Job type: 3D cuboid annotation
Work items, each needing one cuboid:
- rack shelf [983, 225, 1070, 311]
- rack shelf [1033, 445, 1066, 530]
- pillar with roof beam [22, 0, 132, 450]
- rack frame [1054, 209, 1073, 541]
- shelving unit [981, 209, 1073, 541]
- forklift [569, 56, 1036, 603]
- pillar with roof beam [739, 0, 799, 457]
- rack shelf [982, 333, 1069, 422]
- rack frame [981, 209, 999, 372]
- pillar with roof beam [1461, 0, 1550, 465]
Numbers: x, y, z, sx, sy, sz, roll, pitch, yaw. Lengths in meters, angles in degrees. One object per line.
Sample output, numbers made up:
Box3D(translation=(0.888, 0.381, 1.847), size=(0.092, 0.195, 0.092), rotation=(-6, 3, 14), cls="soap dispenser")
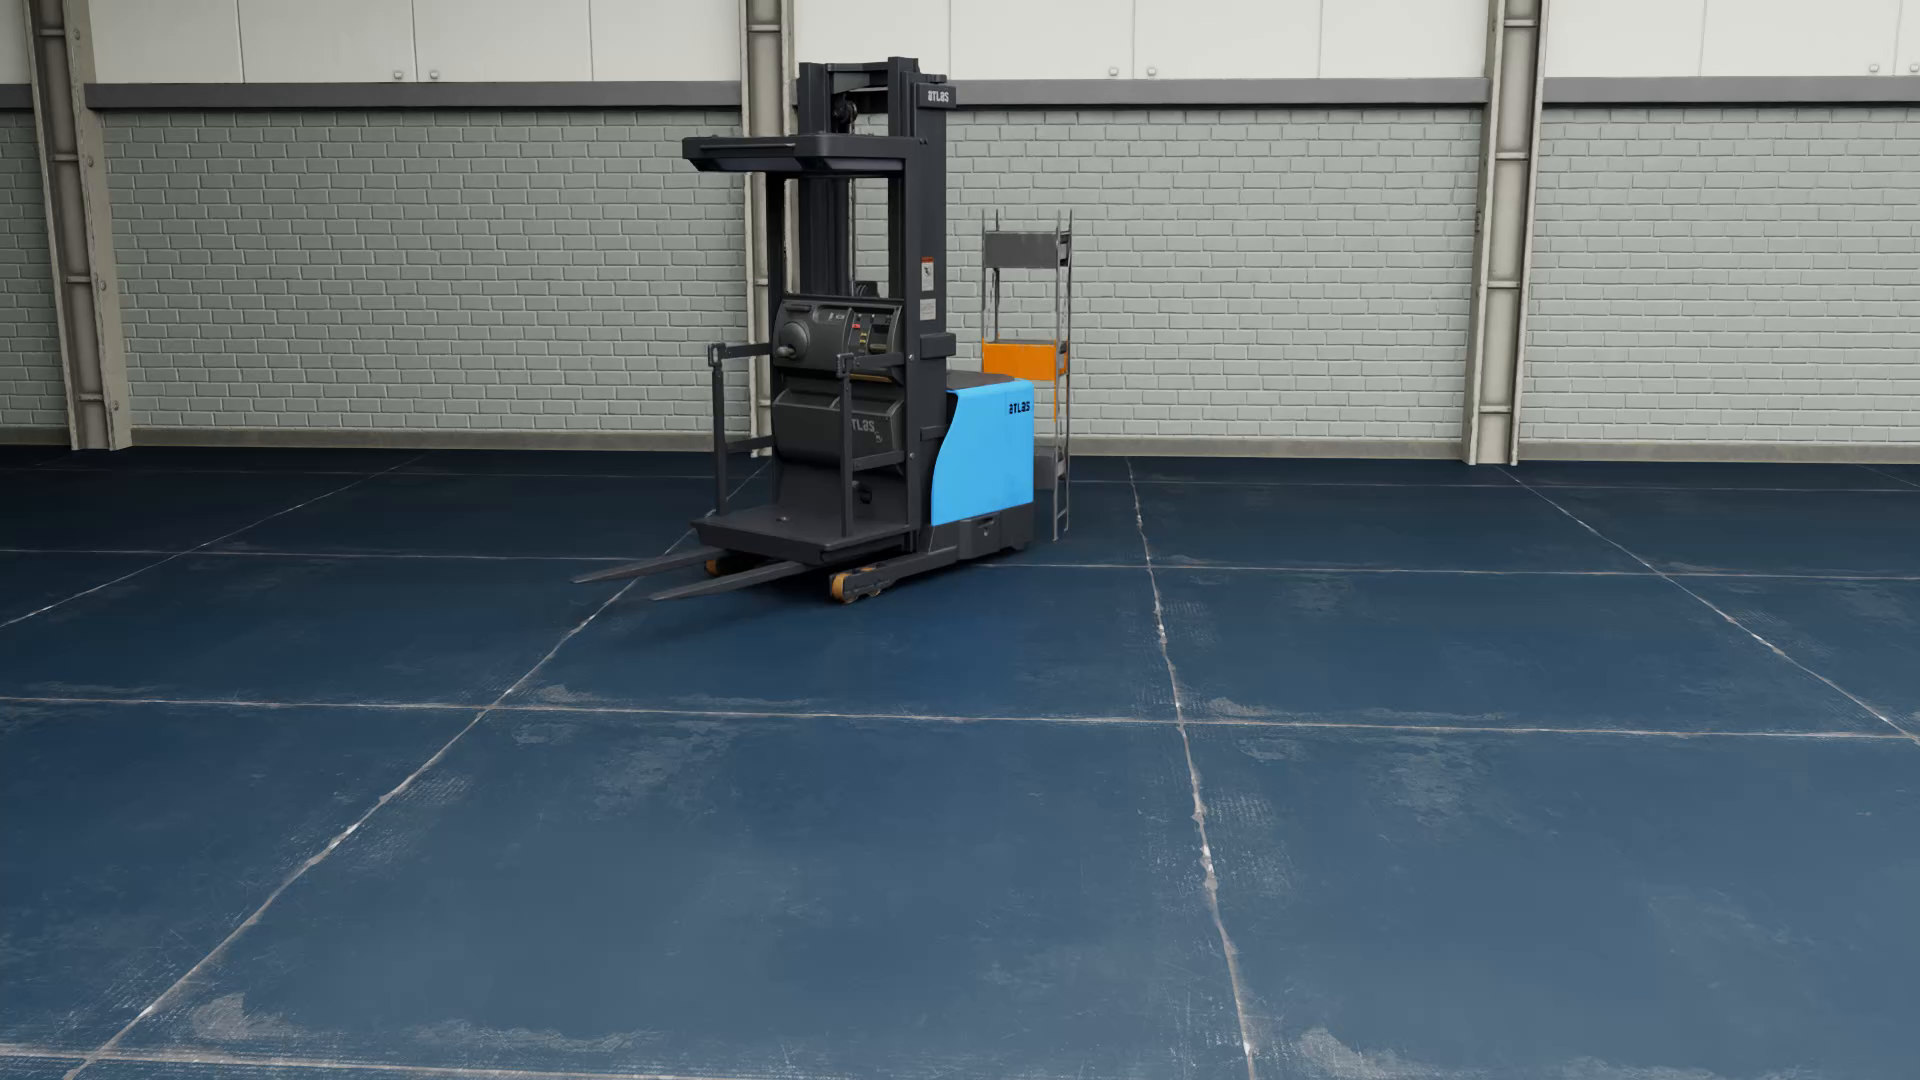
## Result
Box3D(translation=(0.428, -1.743, 10.621), size=(0.480, 0.518, 0.431), rotation=(3, 12, 15), cls="rack shelf")
Box3D(translation=(0.428, -0.373, 10.908), size=(0.480, 0.518, 0.431), rotation=(3, 12, 15), cls="rack shelf")
Box3D(translation=(-7.848, -4.341, 9.542), size=(0.400, 9.000, 9.100), rotation=(1, 12, 4), cls="pillar with roof beam")
Box3D(translation=(0.664, -1.058, 10.699), size=(0.015, 2.100, 0.400), rotation=(3, 12, 15), cls="rack frame")
Box3D(translation=(0.428, -1.071, 10.762), size=(0.503, 2.100, 0.431), rotation=(3, 12, 15), cls="shelving unit")
Box3D(translation=(-0.837, -1.203, 9.362), size=(1.130, 2.935, 3.031), rotation=(9, 15, 38), cls="forklift")
Box3D(translation=(-1.861, -4.259, 9.150), size=(0.400, 9.000, 9.100), rotation=(1, 12, 4), cls="pillar with roof beam")
Box3D(translation=(0.428, -1.058, 10.765), size=(0.480, 0.518, 0.431), rotation=(3, 12, 15), cls="rack shelf")
Box3D(translation=(0.193, -1.085, 10.825), size=(0.015, 2.100, 0.400), rotation=(3, 12, 15), cls="rack frame")
Box3D(translation=(4.125, -4.177, 8.758), size=(0.400, 9.000, 9.100), rotation=(1, 12, 4), cls="pillar with roof beam")
